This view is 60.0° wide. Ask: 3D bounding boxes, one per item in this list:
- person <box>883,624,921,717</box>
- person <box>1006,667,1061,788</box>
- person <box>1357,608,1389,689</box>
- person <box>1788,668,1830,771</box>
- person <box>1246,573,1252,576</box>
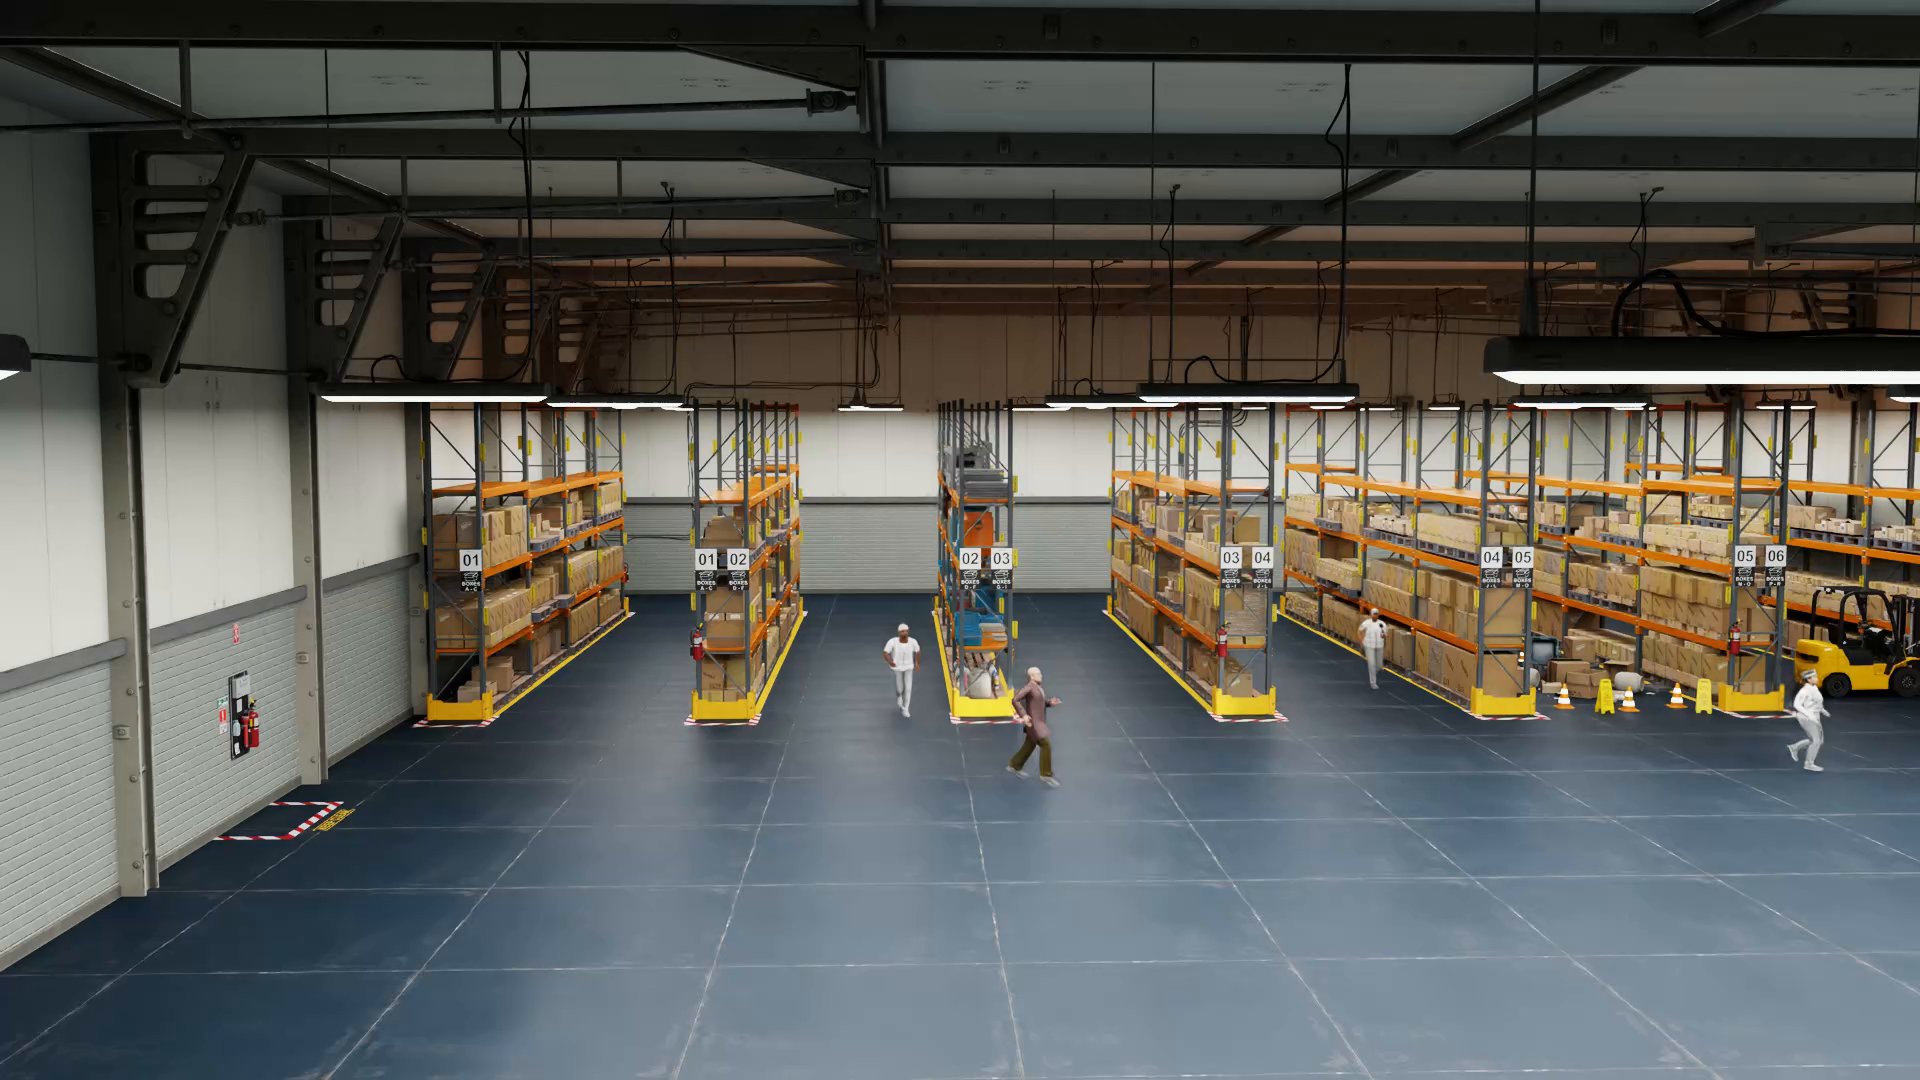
[{"bbox_3d":[-1.093,2.462,31.696,0.739,1.745,0.697,-1,4,-10],"label":"person"},{"bbox_3d":[1.135,2.875,25.678,0.904,1.837,0.677,1,5,15],"label":"person"},{"bbox_3d":[8.658,2.246,34.787,0.615,1.643,0.918,0,4,-2],"label":"person"},{"bbox_3d":[13.600,2.868,26.707,0.606,1.654,0.599,-4,6,-41],"label":"person"},{"bbox_3d":[8.210,1.263,47.891,0.695,1.650,0.535,4,6,40],"label":"person"}]
